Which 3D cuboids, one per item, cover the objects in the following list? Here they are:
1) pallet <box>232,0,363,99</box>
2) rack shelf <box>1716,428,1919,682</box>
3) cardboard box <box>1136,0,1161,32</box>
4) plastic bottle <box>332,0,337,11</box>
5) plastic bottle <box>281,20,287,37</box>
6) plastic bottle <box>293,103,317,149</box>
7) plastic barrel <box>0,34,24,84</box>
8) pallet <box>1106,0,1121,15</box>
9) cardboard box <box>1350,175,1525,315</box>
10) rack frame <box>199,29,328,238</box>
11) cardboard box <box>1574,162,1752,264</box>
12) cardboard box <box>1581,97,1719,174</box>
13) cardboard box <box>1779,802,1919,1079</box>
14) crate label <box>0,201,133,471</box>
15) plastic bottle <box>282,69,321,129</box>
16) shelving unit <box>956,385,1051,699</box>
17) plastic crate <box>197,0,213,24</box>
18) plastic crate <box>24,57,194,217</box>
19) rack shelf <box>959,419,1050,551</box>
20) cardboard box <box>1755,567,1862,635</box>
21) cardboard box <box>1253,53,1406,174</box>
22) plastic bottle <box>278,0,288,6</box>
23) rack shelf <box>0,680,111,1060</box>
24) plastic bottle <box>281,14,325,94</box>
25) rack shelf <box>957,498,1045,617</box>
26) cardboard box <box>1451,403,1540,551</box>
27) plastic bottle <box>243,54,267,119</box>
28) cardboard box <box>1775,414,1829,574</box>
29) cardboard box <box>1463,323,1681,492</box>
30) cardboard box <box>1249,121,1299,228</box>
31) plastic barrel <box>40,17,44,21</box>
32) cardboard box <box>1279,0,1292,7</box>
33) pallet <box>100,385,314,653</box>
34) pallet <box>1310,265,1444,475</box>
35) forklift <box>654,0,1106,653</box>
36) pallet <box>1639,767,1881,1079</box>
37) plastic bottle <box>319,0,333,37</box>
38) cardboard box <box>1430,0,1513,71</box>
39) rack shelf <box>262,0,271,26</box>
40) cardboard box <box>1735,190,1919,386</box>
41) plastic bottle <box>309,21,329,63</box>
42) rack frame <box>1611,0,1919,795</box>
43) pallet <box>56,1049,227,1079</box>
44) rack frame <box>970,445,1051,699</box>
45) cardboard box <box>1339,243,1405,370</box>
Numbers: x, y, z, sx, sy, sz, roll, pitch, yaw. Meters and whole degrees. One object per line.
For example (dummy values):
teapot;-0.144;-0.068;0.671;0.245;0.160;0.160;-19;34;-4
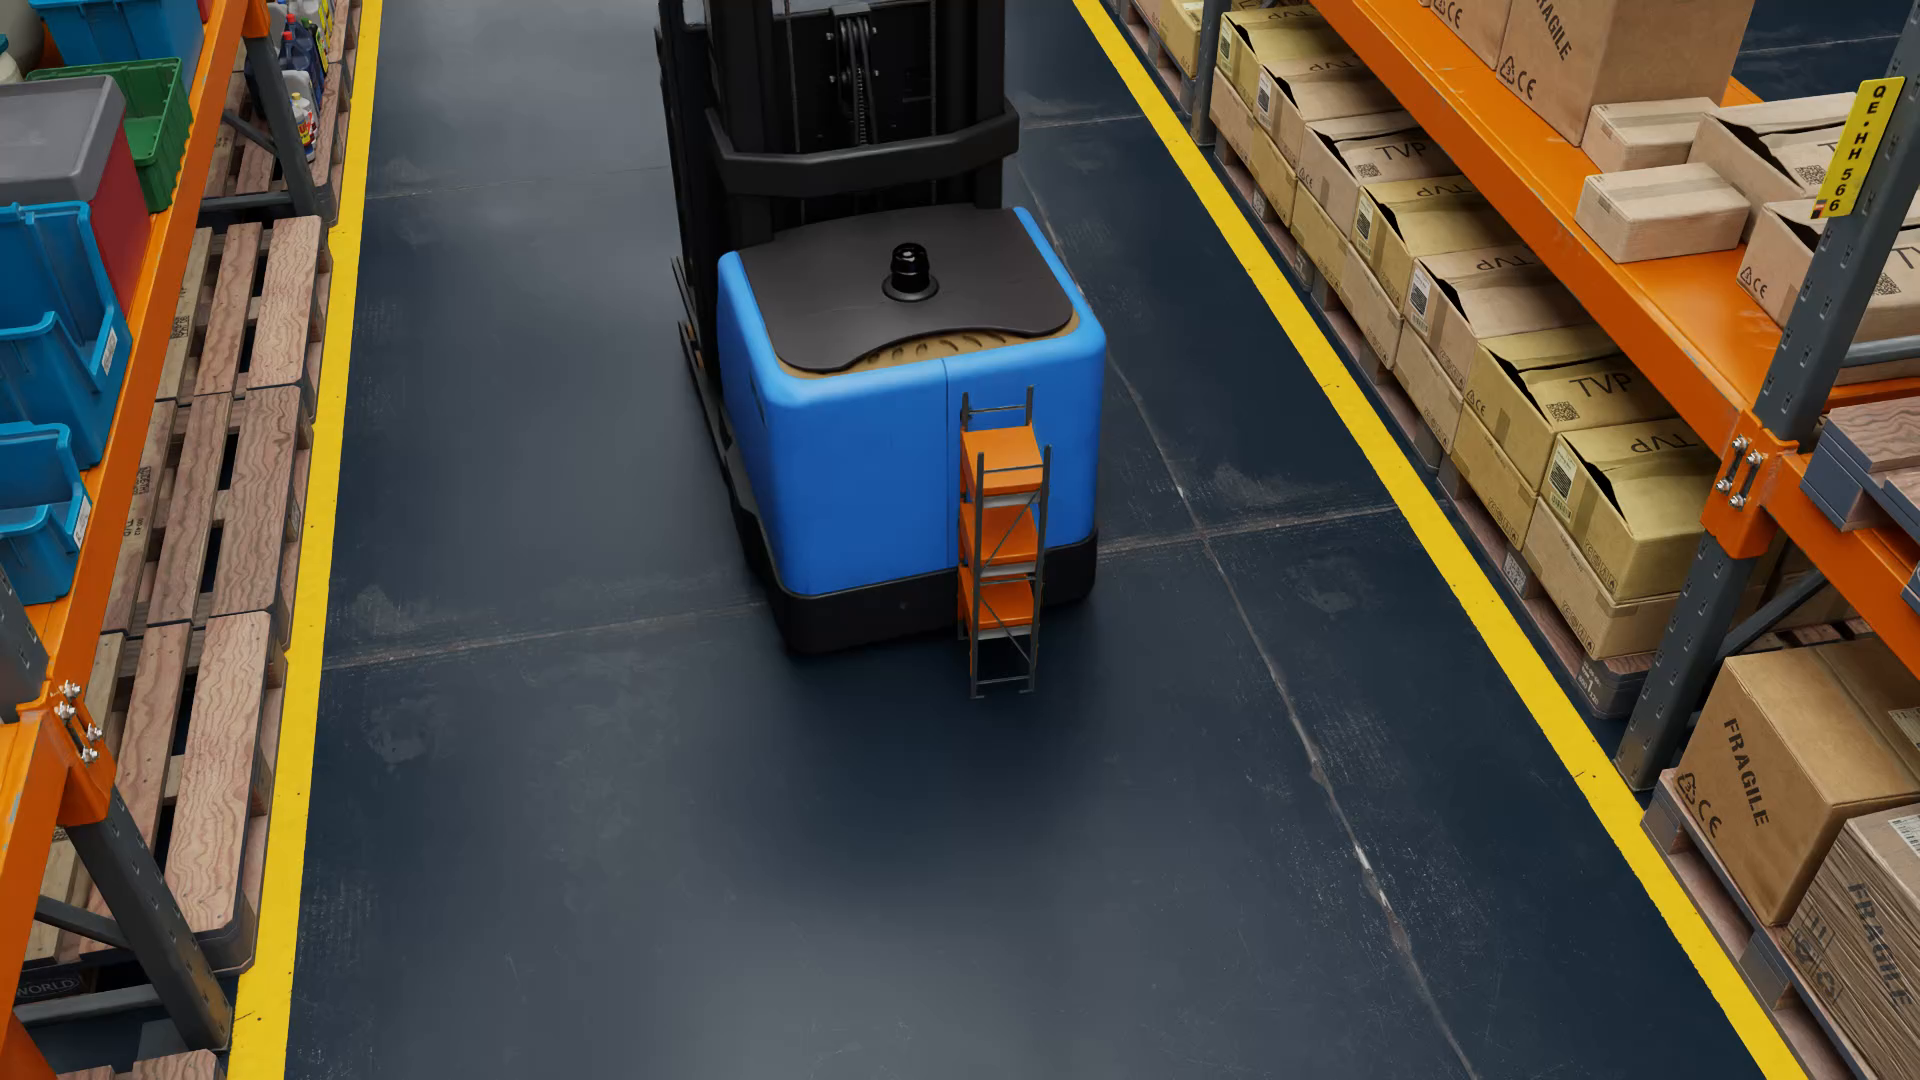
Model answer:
pallet;-3.613;-2.560;8.474;1.003;0.211;1.213;-8;42;-9
rack shelf;2.890;1.082;2.813;1.077;0.370;4.000;-8;42;-9
cardboard box;1.183;-2.800;8.399;0.500;0.250;0.500;-8;42;-9
plastic bottle;-3.254;-2.813;8.379;0.152;0.276;0.135;-8;42;-9
plastic bottle;-3.120;-2.308;7.814;0.097;0.271;0.097;0;42;0
plastic bottle;-2.905;-1.822;7.320;0.097;0.201;0.097;0;42;0
plastic barrel;-3.107;-1.437;5.214;0.301;0.262;0.301;0;42;0
pallet;1.197;-3.347;9.362;1.003;0.211;1.213;-8;42;-9
cardboard box;1.774;-1.115;6.079;0.500;0.311;0.500;-7;42;-8
rack frame;-3.242;-2.369;6.159;1.000;3.000;0.127;-8;42;-9
cardboard box;1.994;-0.933;4.730;0.380;0.149;0.250;-8;42;-9
cardboard box;2.128;-1.208;5.040;0.380;0.149;0.250;-5;42;-6
cardboard box;2.396;0.962;3.959;0.500;0.500;0.500;-10;43;-11
crate label;-2.329;-0.472;3.995;0.502;0.435;0.616;-8;42;-9
plastic bottle;-2.980;-1.990;7.452;0.152;0.276;0.135;-7;42;-8
shelving unit;0.119;0.033;4.908;0.215;1.050;0.252;-6;47;-7
plastic crate;-2.839;-2.123;5.834;0.402;0.464;0.583;-8;42;-9
plastic crate;-2.591;-1.201;5.003;0.450;0.188;0.662;-8;42;-9
rack shelf;0.122;-0.156;4.711;0.215;0.259;0.240;-6;47;-7
cardboard box;2.632;0.006;5.238;0.500;0.250;0.500;-8;42;-9
cardboard box;1.544;-1.786;6.835;0.500;0.311;0.500;-9;42;-10
plastic bottle;-3.293;-2.542;8.131;0.097;0.201;0.097;0;42;0
rack shelf;-1.947;1.790;2.016;1.077;0.370;4.000;-8;42;-9
plastic bottle;-3.052;-2.248;7.687;0.144;0.351;0.185;-10;43;-11
rack shelf;0.119;0.041;4.915;0.215;0.259;0.240;-6;47;-7
cardboard box;1.992;-0.252;5.529;0.500;0.250;0.500;-9;42;-10
plastic bottle;-3.152;-2.105;7.525;0.144;0.351;0.185;-8;42;-9
cardboard box;2.632;-0.203;5.052;0.500;0.311;0.500;-7;42;-8
cardboard box;1.986;-0.462;5.343;0.500;0.311;0.500;-9;42;-10
cardboard box;1.549;-1.576;7.021;0.500;0.250;0.500;-7;42;-8
plastic barrel;-3.455;-2.262;5.662;0.600;0.901;0.708;-8;42;-9
cardboard box;1.791;-2.549;8.117;0.500;0.250;0.500;-8;42;-9
pallet;-2.768;-0.030;5.625;1.003;0.211;1.213;-8;42;-9
pallet;2.059;-0.769;6.457;1.003;0.211;1.213;-8;42;-9
forklift;-0.467;-1.730;5.491;1.130;2.935;3.031;-11;43;-12
pallet;2.583;1.049;4.409;1.003;0.211;1.213;-8;42;-9
plastic bottle;-3.184;-2.644;8.133;0.144;0.351;0.185;-7;42;-8
cardboard box;1.967;-1.947;5.609;0.500;0.500;0.500;-8;42;-9
rack shelf;-3.674;-3.396;7.858;1.077;0.370;4.000;-8;42;-9
cardboard box;2.423;-0.692;4.337;0.500;0.311;0.500;-6;42;-7
plastic bottle;-3.090;-2.379;7.947;0.097;0.201;0.097;0;42;0
rack frame;2.458;-0.483;4.035;1.000;3.000;0.127;-8;42;-9
pallet;-2.168;1.772;3.595;1.003;0.211;1.213;-8;42;-9
rack frame;0.139;0.121;4.825;0.200;1.050;0.008;-6;47;-7
cardboard box;1.773;-0.911;6.272;0.500;0.250;0.500;-8;42;-8
